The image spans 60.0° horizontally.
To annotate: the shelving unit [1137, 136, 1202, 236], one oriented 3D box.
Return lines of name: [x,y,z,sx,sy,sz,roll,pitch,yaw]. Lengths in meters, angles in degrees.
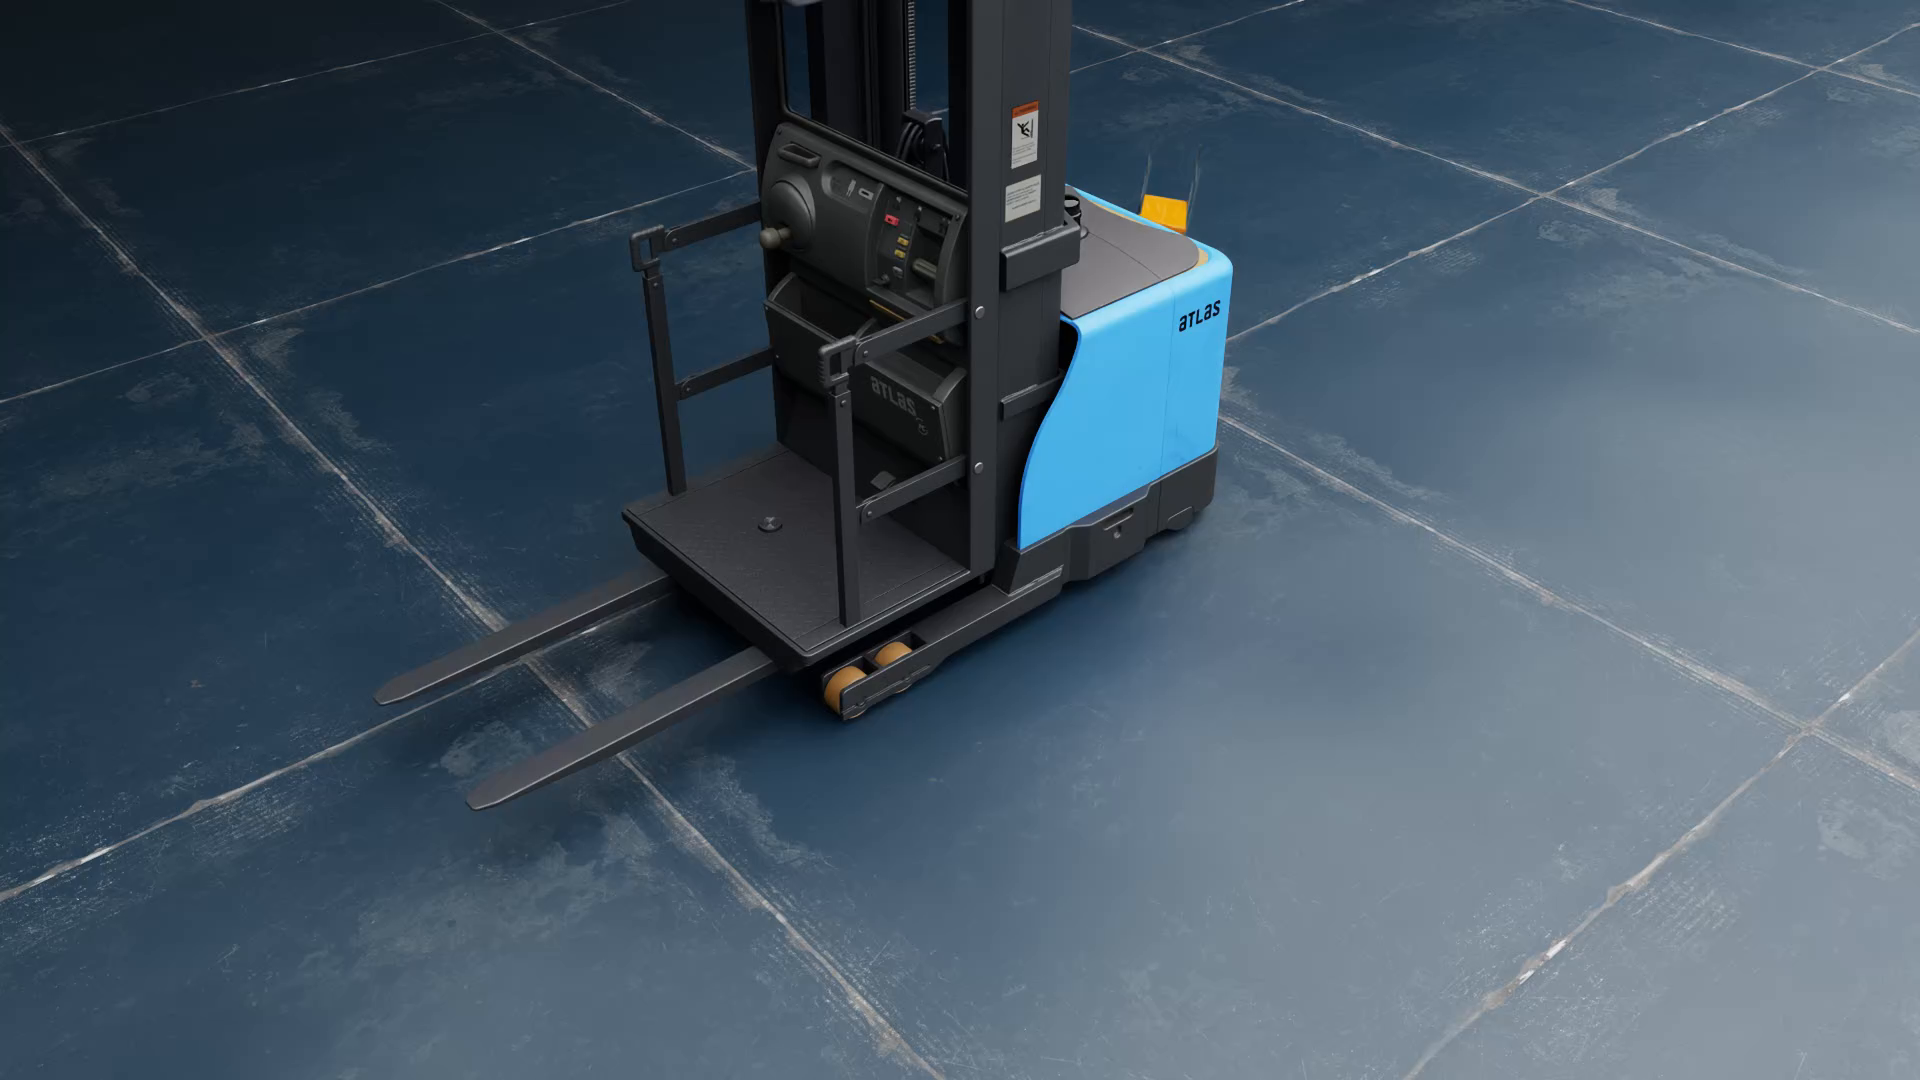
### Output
shelving unit: [0.736,-0.972,6.565,0.189,1.200,0.258,10,37,2]

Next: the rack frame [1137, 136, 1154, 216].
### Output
rack frame: [0.646,-0.988,6.569,0.006,1.200,0.240,10,37,2]

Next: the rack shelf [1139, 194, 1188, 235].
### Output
rack shelf: [0.773,-1.220,6.374,0.180,0.103,0.258,10,37,2]

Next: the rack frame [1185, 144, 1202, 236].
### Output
rack frame: [0.826,-0.956,6.562,0.006,1.200,0.240,10,37,2]

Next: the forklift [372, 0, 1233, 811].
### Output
forklift: [-0.473,-0.958,5.067,3.031,2.935,1.130,-27,43,-32]
